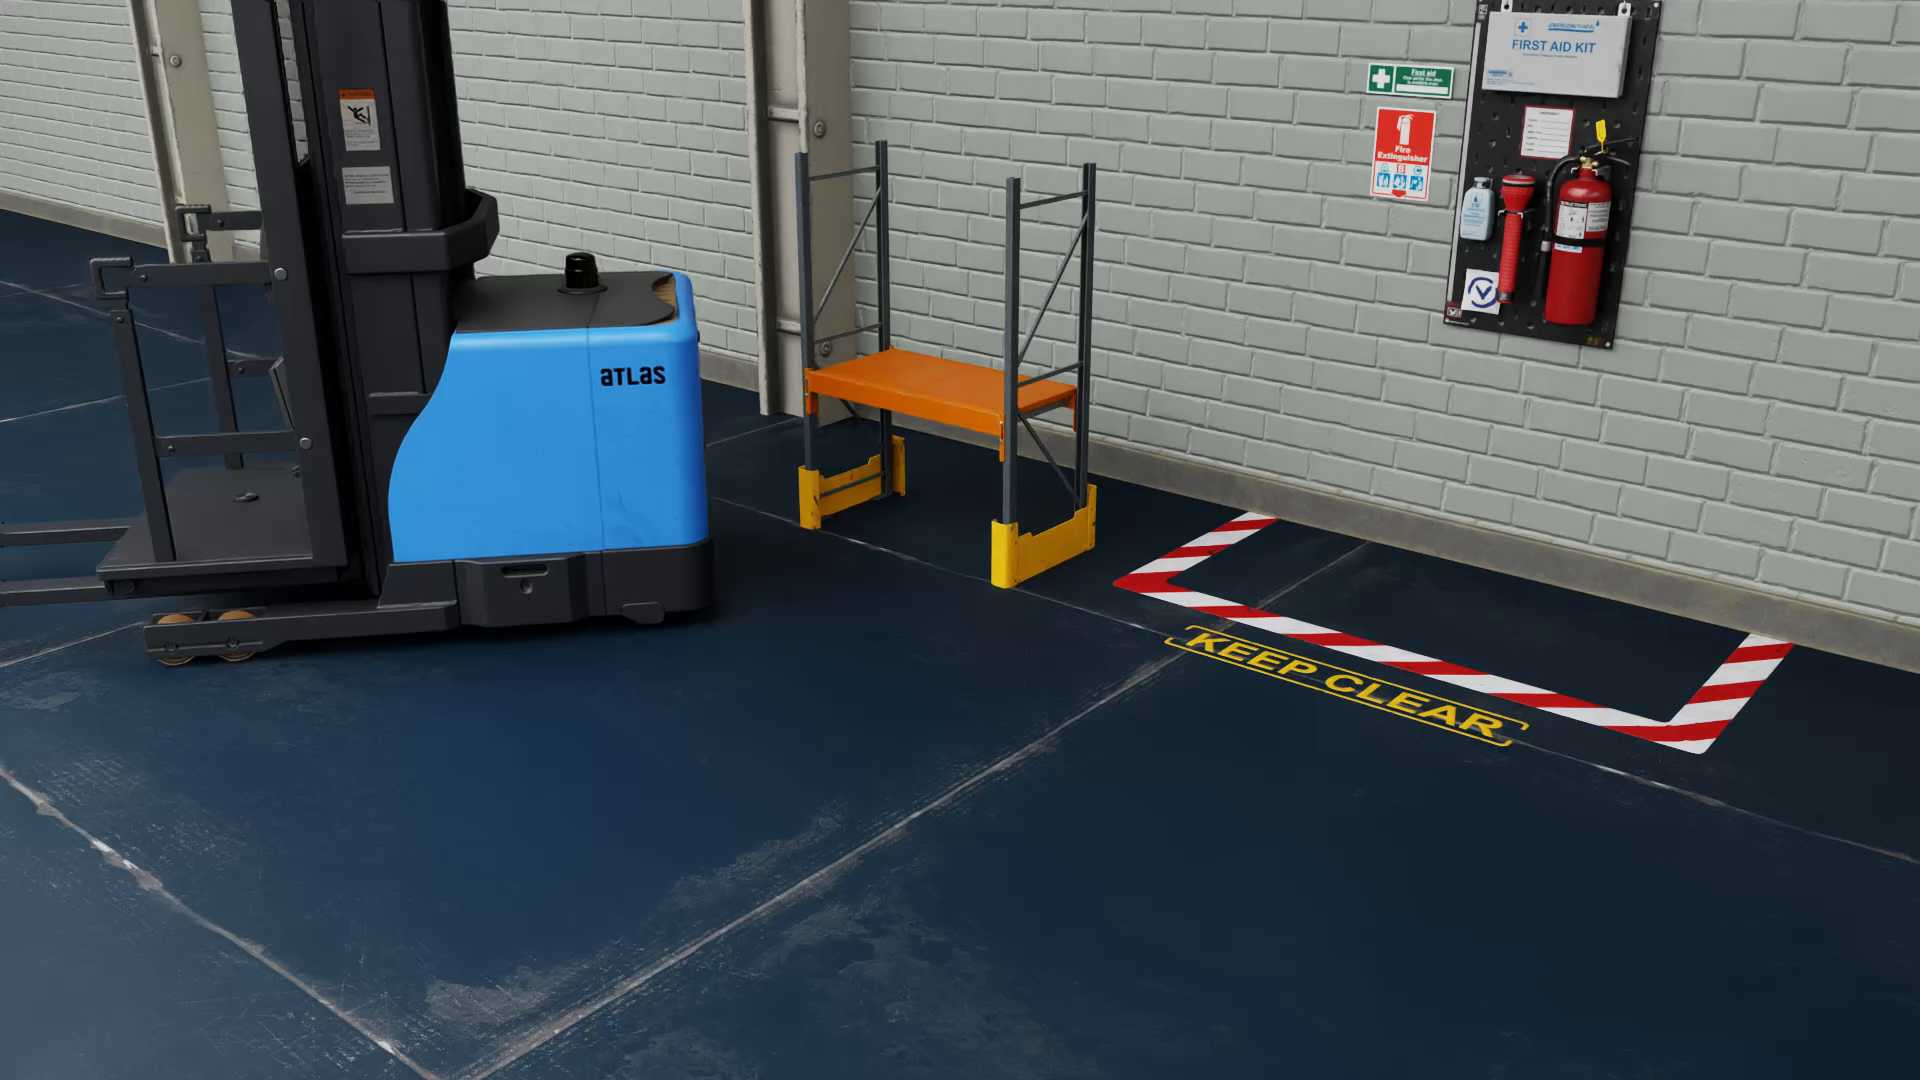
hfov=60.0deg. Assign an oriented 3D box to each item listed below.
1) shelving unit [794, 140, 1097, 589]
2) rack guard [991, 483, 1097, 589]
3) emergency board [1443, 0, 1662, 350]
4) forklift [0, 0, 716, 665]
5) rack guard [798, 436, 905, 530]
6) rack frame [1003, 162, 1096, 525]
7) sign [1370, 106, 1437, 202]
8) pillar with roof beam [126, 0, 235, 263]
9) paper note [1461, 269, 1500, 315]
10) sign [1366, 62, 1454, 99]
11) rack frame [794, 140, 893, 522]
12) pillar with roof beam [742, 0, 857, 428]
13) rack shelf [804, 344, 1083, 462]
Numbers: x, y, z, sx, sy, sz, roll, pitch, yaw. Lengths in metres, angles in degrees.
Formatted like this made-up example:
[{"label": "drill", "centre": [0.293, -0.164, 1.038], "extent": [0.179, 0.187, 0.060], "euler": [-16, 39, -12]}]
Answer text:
[{"label": "shelving unit", "centre": [-0.059, -0.719, 6.449], "extent": [1.083, 1.500, 0.587], "euler": [16, 26, 36]}, {"label": "rack guard", "centre": [0.327, -0.023, 6.375], "extent": [0.087, 0.250, 0.587], "euler": [16, 26, 36]}, {"label": "emergency board", "centre": [2.001, -1.261, 5.760], "extent": [0.643, 1.169, 0.194], "euler": [16, 26, 36]}, {"label": "forklift", "centre": [-2.433, -1.154, 5.574], "extent": [3.031, 2.935, 1.130], "euler": [-4, 21, -9]}, {"label": "rack guard", "centre": [-0.445, -0.245, 6.964], "extent": [0.087, 0.250, 0.587], "euler": [16, 26, 36]}, {"label": "rack frame", "centre": [0.328, -0.607, 6.153], "extent": [0.032, 1.500, 0.500], "euler": [16, 26, 36]}, {"label": "sign", "centre": [1.638, -1.429, 6.155], "extent": [0.234, 0.329, 0.001], "euler": [16, 26, 36]}, {"label": "pillar with roof beam", "centre": [-8.127, -5.006, 7.191], "extent": [0.400, 9.000, 9.100], "euler": [16, 26, 36]}, {"label": "paper note", "centre": [1.907, -0.907, 6.070], "extent": [0.142, 0.148, 0.016], "euler": [16, 26, 36]}, {"label": "sign", "centre": [1.636, -1.673, 6.053], "extent": [0.331, 0.109, 0.001], "euler": [16, 26, 36]}, {"label": "rack frame", "centre": [-0.460, -0.834, 6.755], "extent": [0.032, 1.500, 0.500], "euler": [16, 26, 36]}, {"label": "pillar with roof beam", "centre": [-3.479, -3.668, 3.641], "extent": [0.400, 9.000, 9.100], "euler": [16, 26, 36]}, {"label": "rack shelf", "centre": [-0.066, -0.552, 6.517], "extent": [1.000, 0.185, 0.538], "euler": [16, 26, 36]}]
